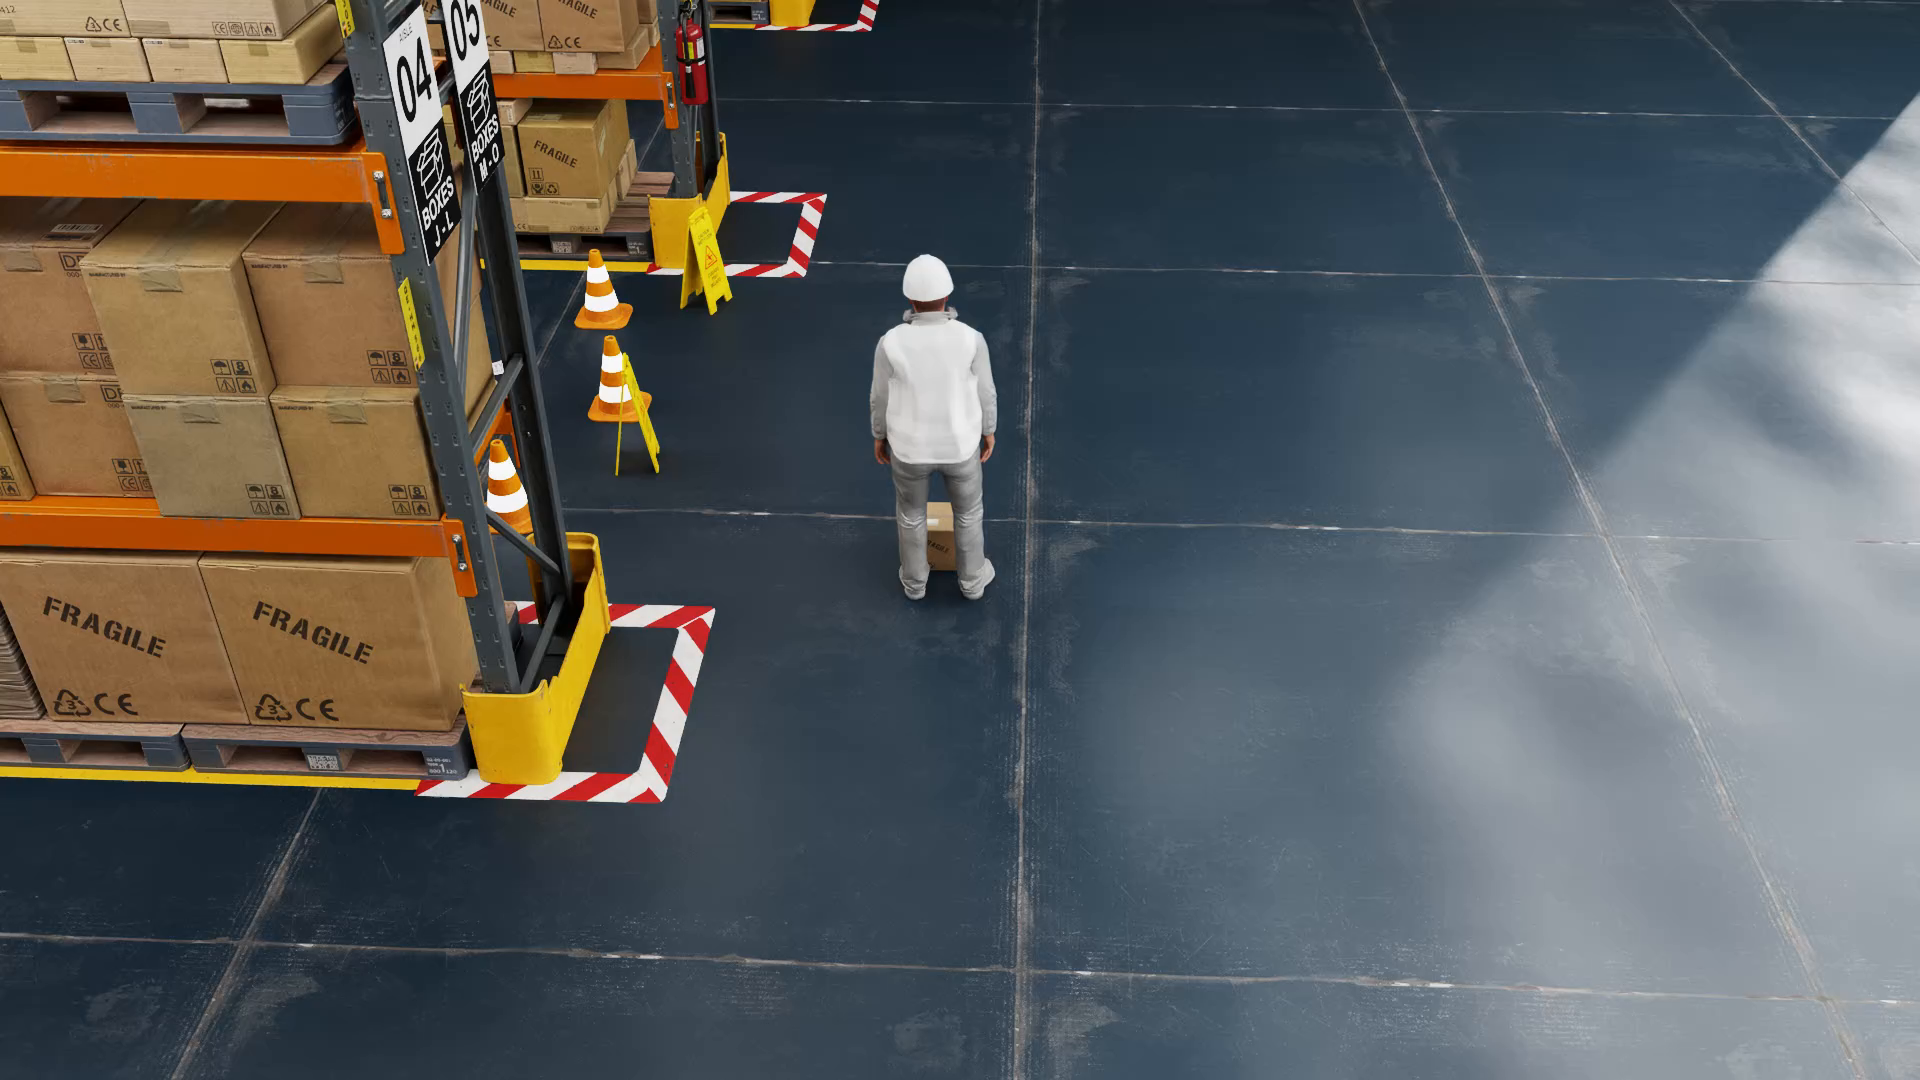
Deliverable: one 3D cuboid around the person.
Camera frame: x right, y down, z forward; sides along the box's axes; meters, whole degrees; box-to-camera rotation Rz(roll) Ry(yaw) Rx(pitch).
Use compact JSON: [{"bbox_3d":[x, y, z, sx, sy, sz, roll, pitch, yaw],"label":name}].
[{"bbox_3d":[-0.119,-0.486,7.777,0.593,1.771,0.464,-1,35,-1],"label":"person"}]
